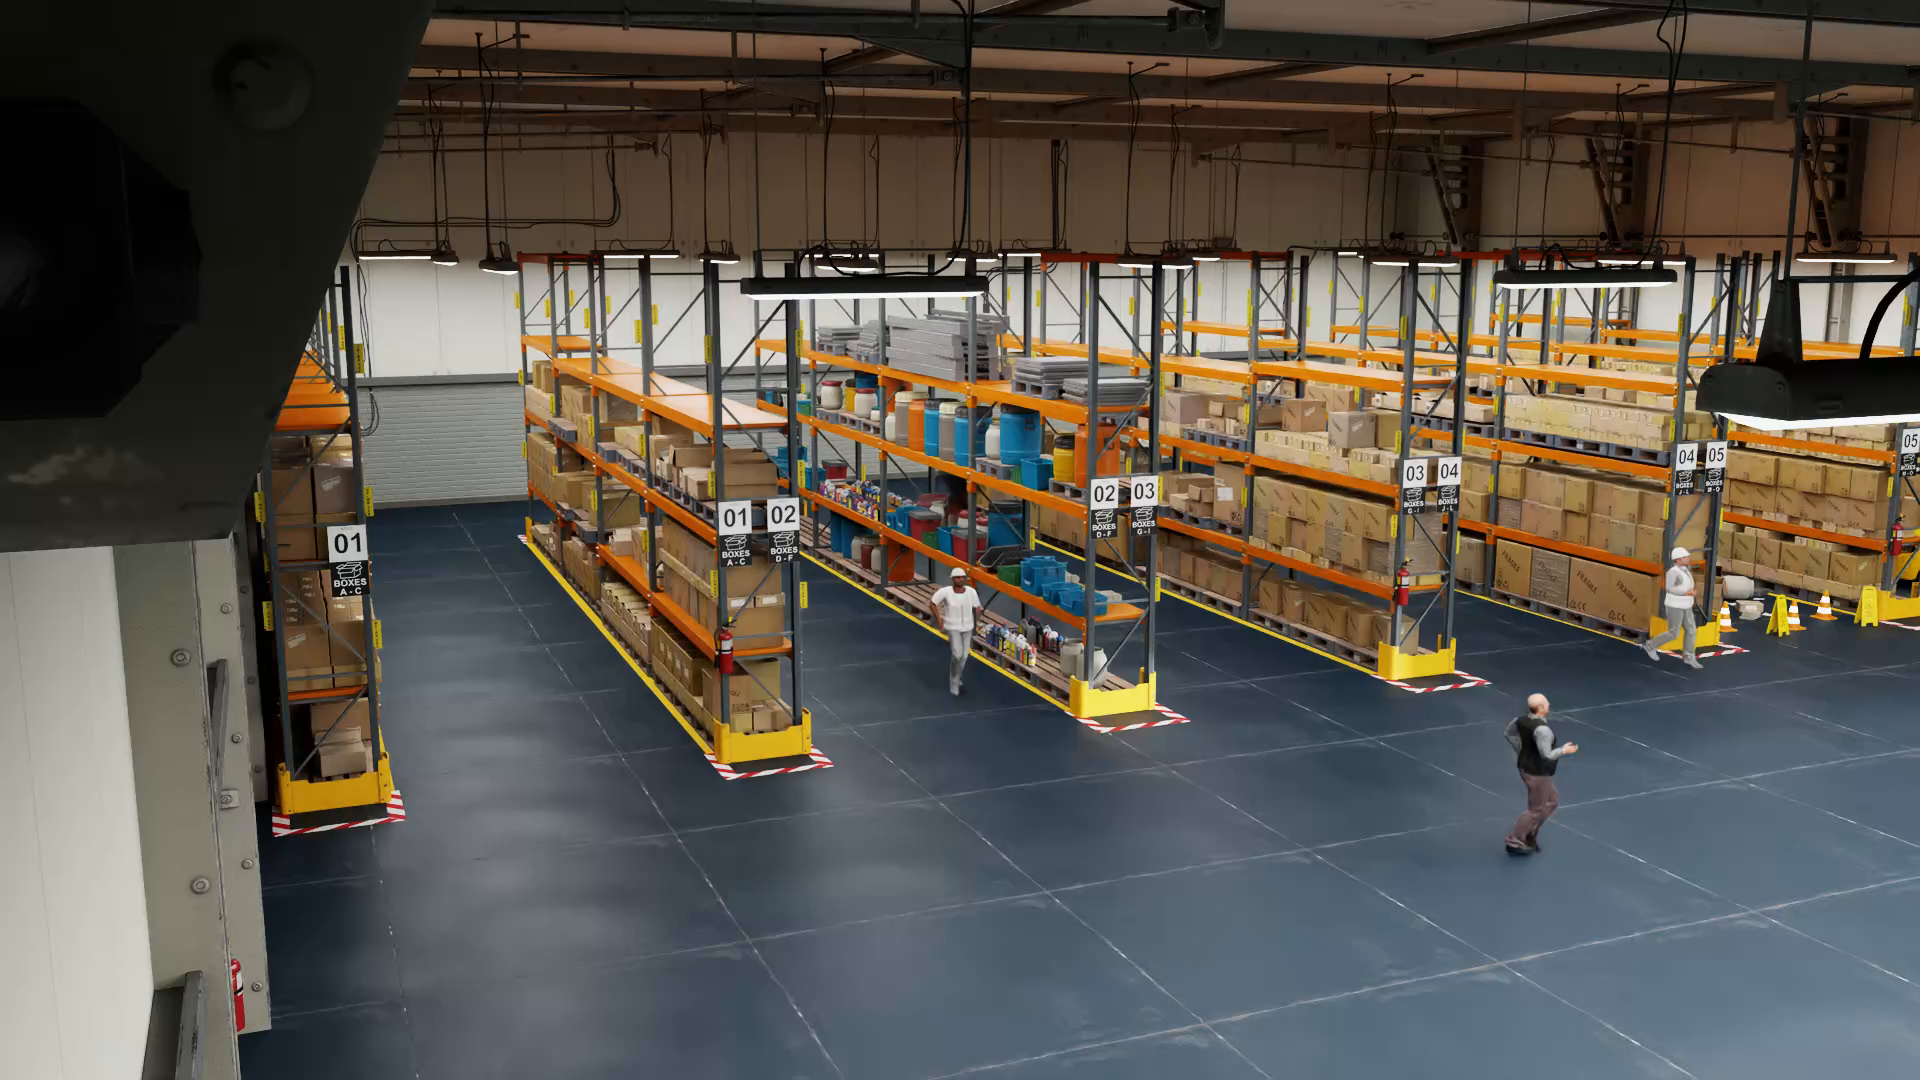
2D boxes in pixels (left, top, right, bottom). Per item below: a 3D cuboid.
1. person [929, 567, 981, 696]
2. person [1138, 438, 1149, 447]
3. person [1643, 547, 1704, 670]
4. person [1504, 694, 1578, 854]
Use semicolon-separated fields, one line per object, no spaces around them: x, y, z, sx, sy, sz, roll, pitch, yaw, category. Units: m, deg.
-0.009;1.278;23.211;0.675;1.805;0.688;-4;11;-22;person
4.379;-2.064;41.529;0.799;1.732;1.009;-3;11;-18;person
10.637;0.997;24.666;0.834;1.799;0.666;10;14;44;person
5.967;2.419;17.110;0.669;1.738;0.640;0;10;0;person
